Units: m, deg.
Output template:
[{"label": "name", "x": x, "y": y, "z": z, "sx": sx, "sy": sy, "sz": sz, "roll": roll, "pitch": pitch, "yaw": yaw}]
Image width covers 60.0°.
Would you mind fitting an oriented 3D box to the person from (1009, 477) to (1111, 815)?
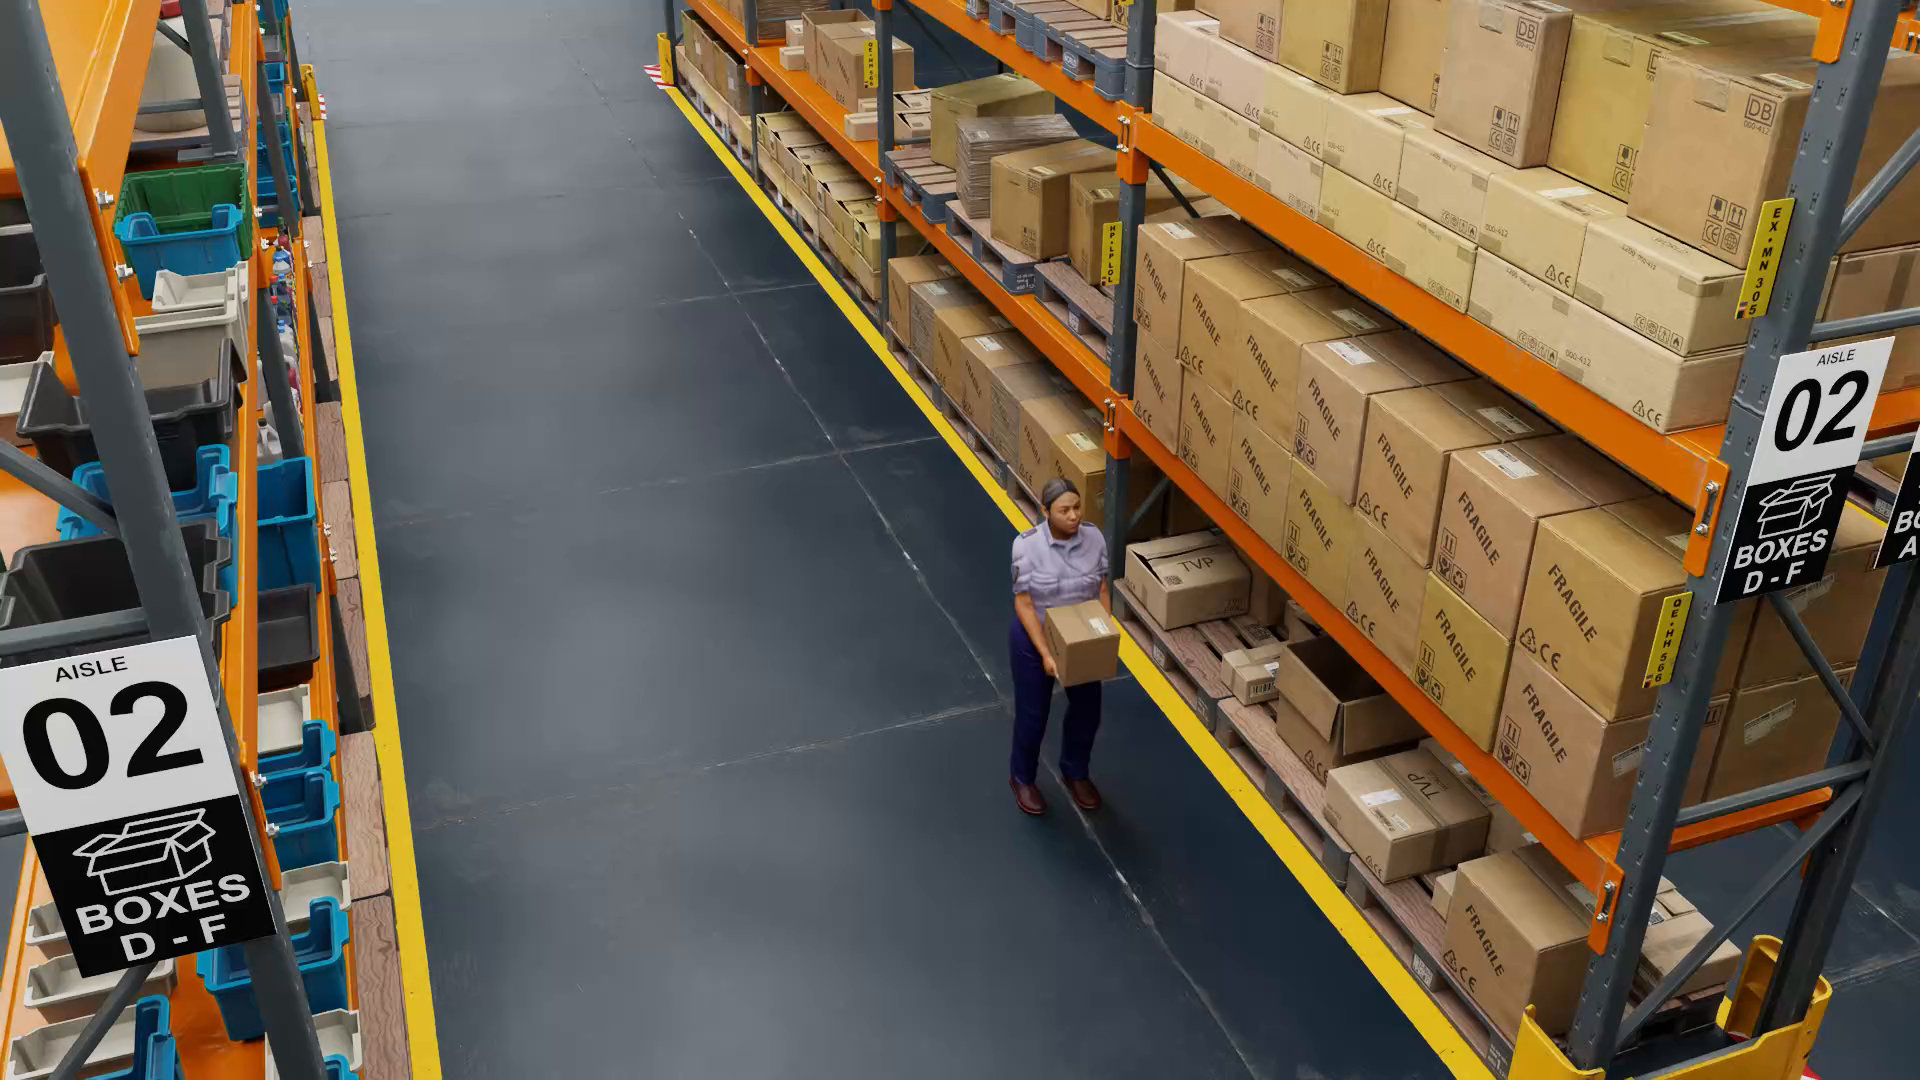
[{"label": "person", "x": 0.469, "y": 0.512, "z": 7.478, "sx": 0.453, "sy": 1.639, "sz": 0.514, "roll": -10, "pitch": 31, "yaw": -17}]
